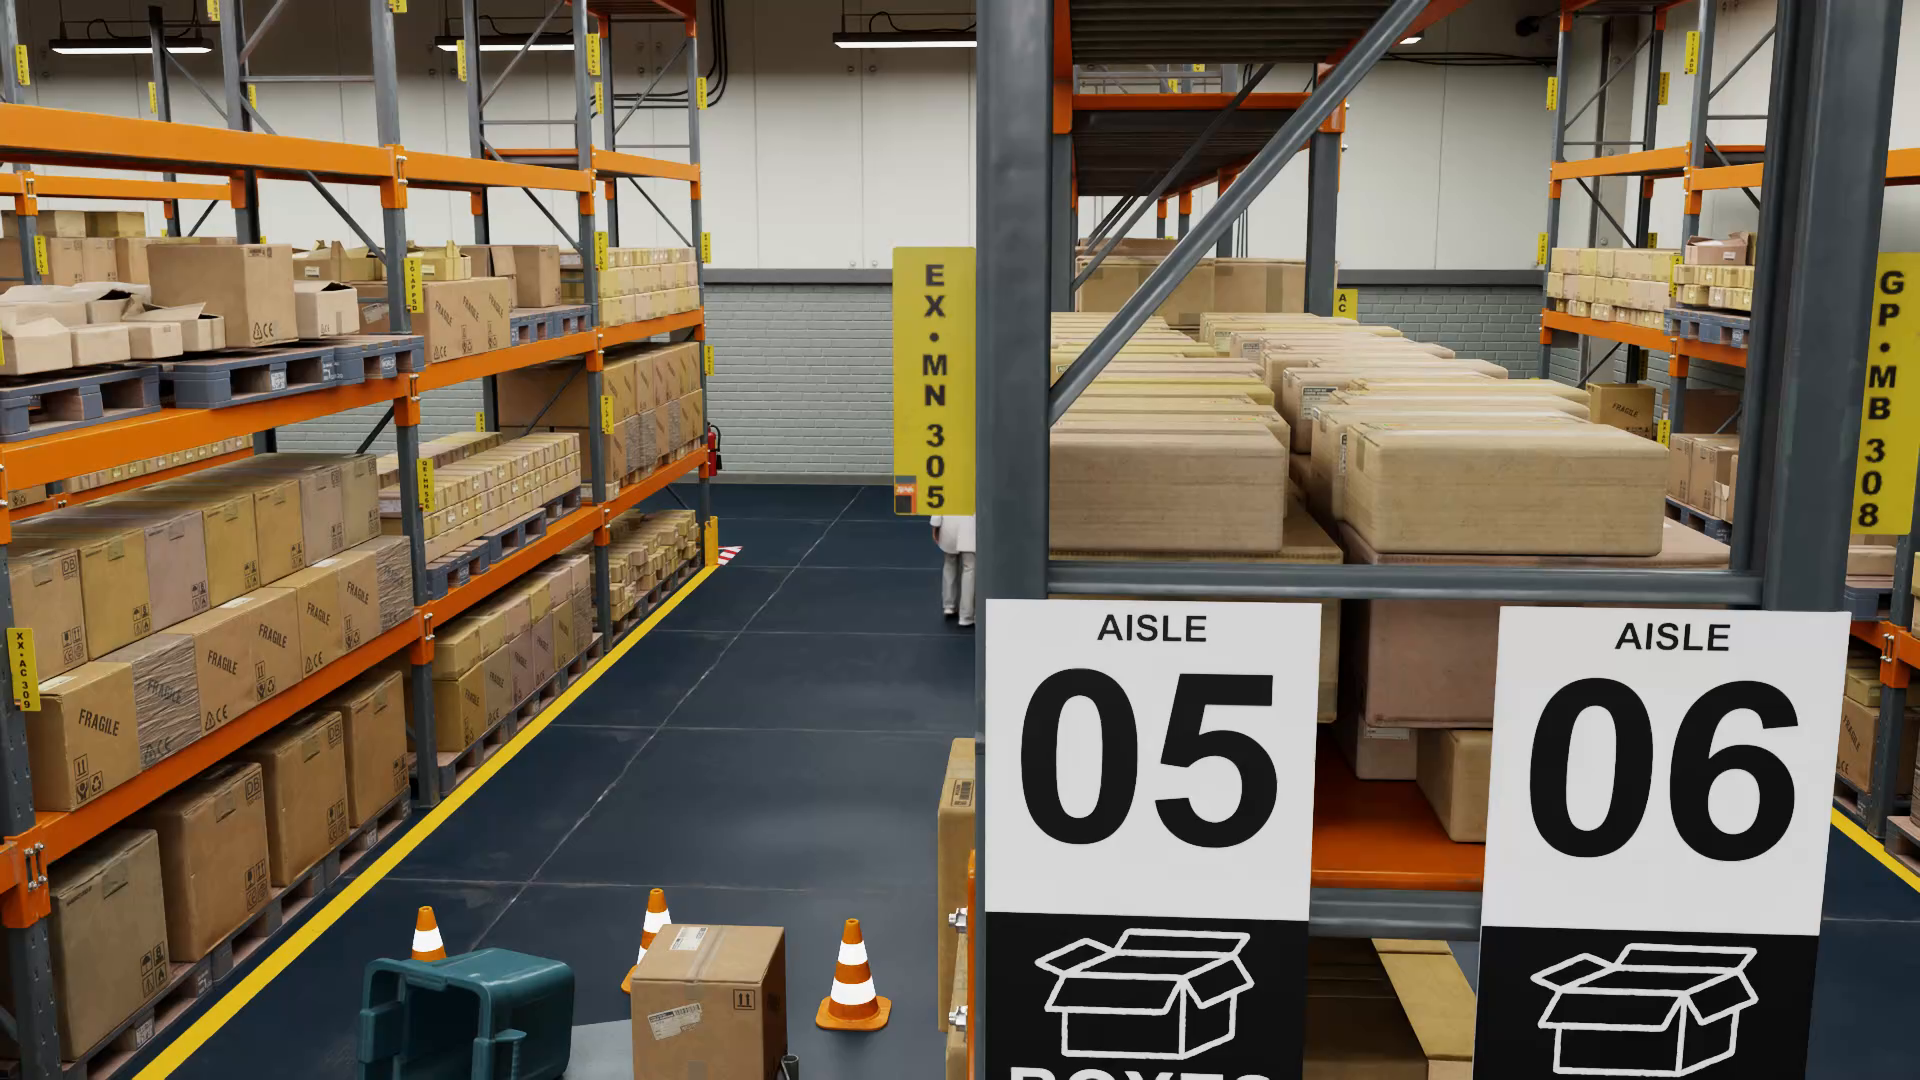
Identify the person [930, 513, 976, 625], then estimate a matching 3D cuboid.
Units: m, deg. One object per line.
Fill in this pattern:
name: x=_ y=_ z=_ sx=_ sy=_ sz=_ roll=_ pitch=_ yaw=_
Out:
person: x=0.063 y=-0.137 z=15.624 sx=0.632 sy=1.769 sz=0.695 roll=4 pitch=11 yaw=19
